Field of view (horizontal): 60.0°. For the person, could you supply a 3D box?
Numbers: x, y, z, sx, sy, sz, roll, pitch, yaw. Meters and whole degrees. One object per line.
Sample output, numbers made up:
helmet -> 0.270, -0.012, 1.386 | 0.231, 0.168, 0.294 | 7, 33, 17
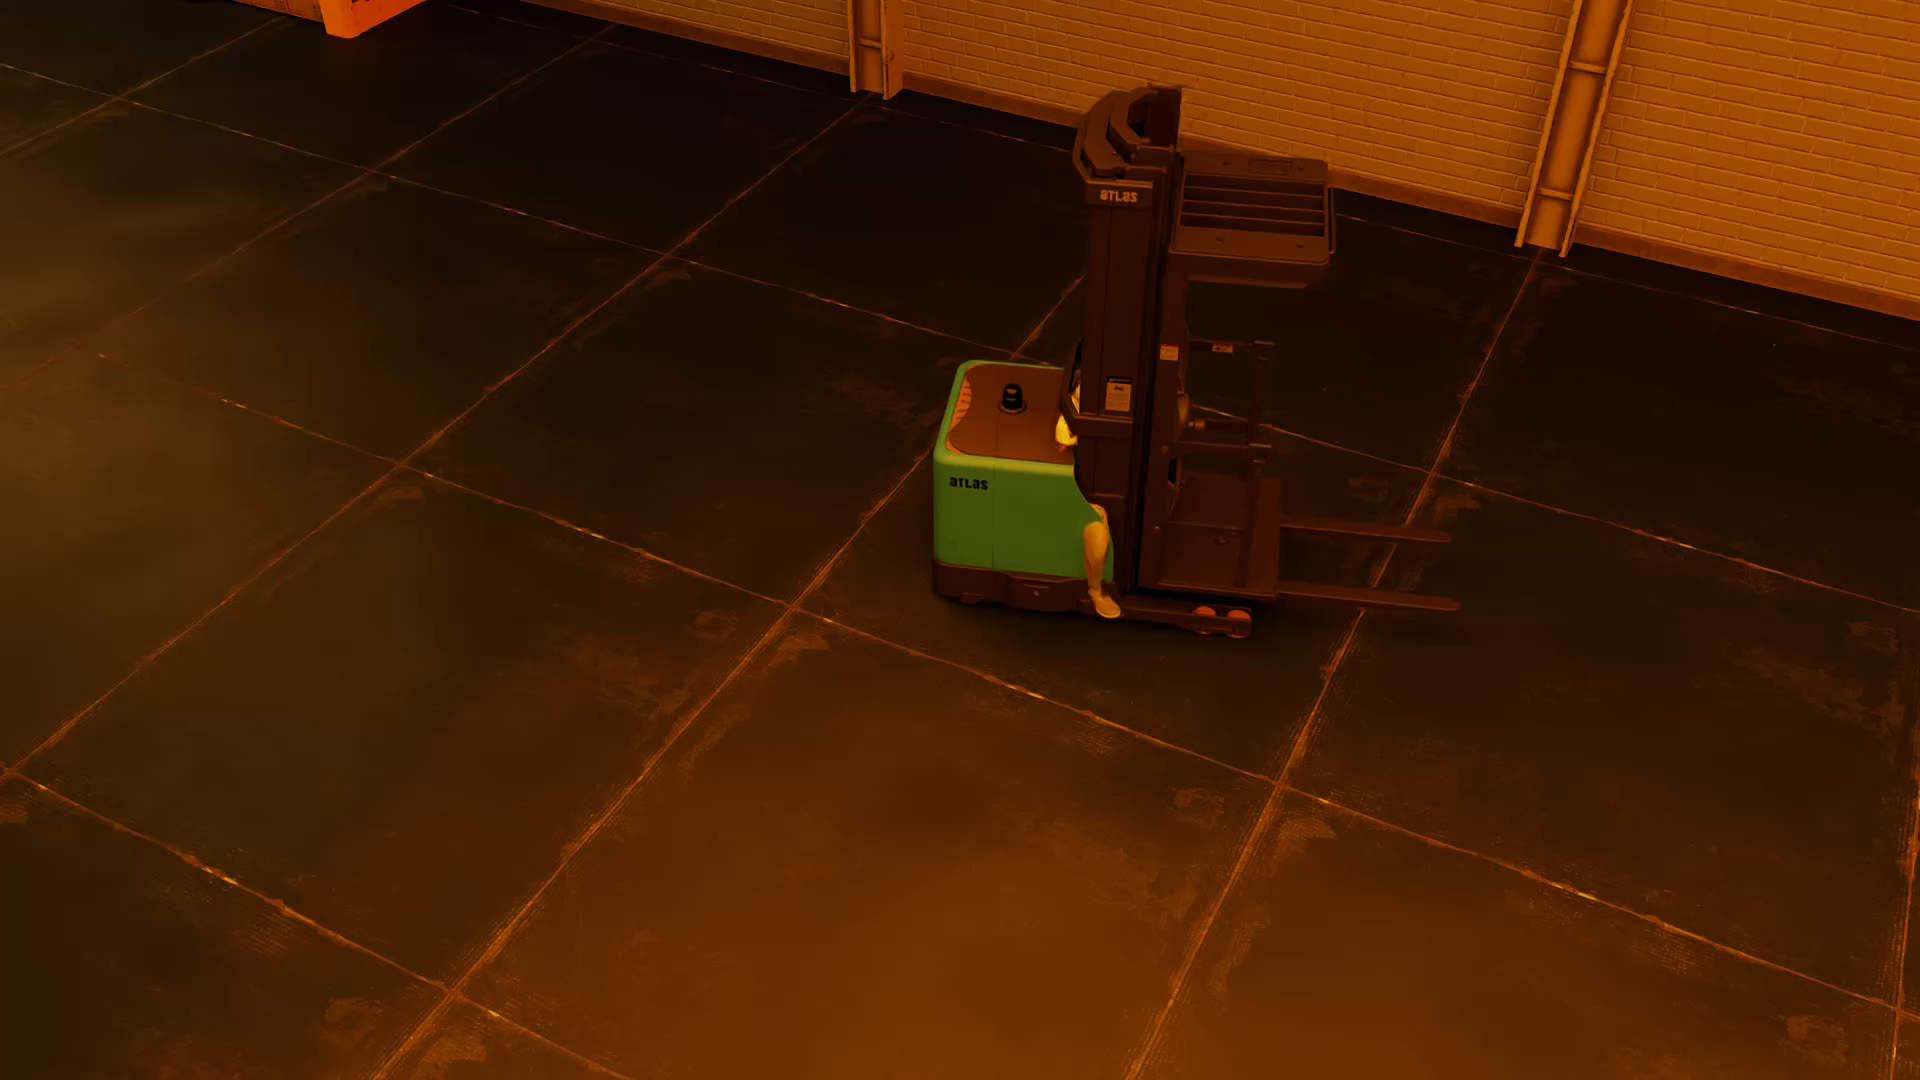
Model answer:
person -> 0.835, -0.376, 9.344 | 0.731, 1.500, 0.720 | -29, 48, -30

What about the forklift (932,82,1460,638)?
forklift -> 1.399, -0.924, 9.084 | 3.031, 2.935, 1.130 | 6, 40, 7
